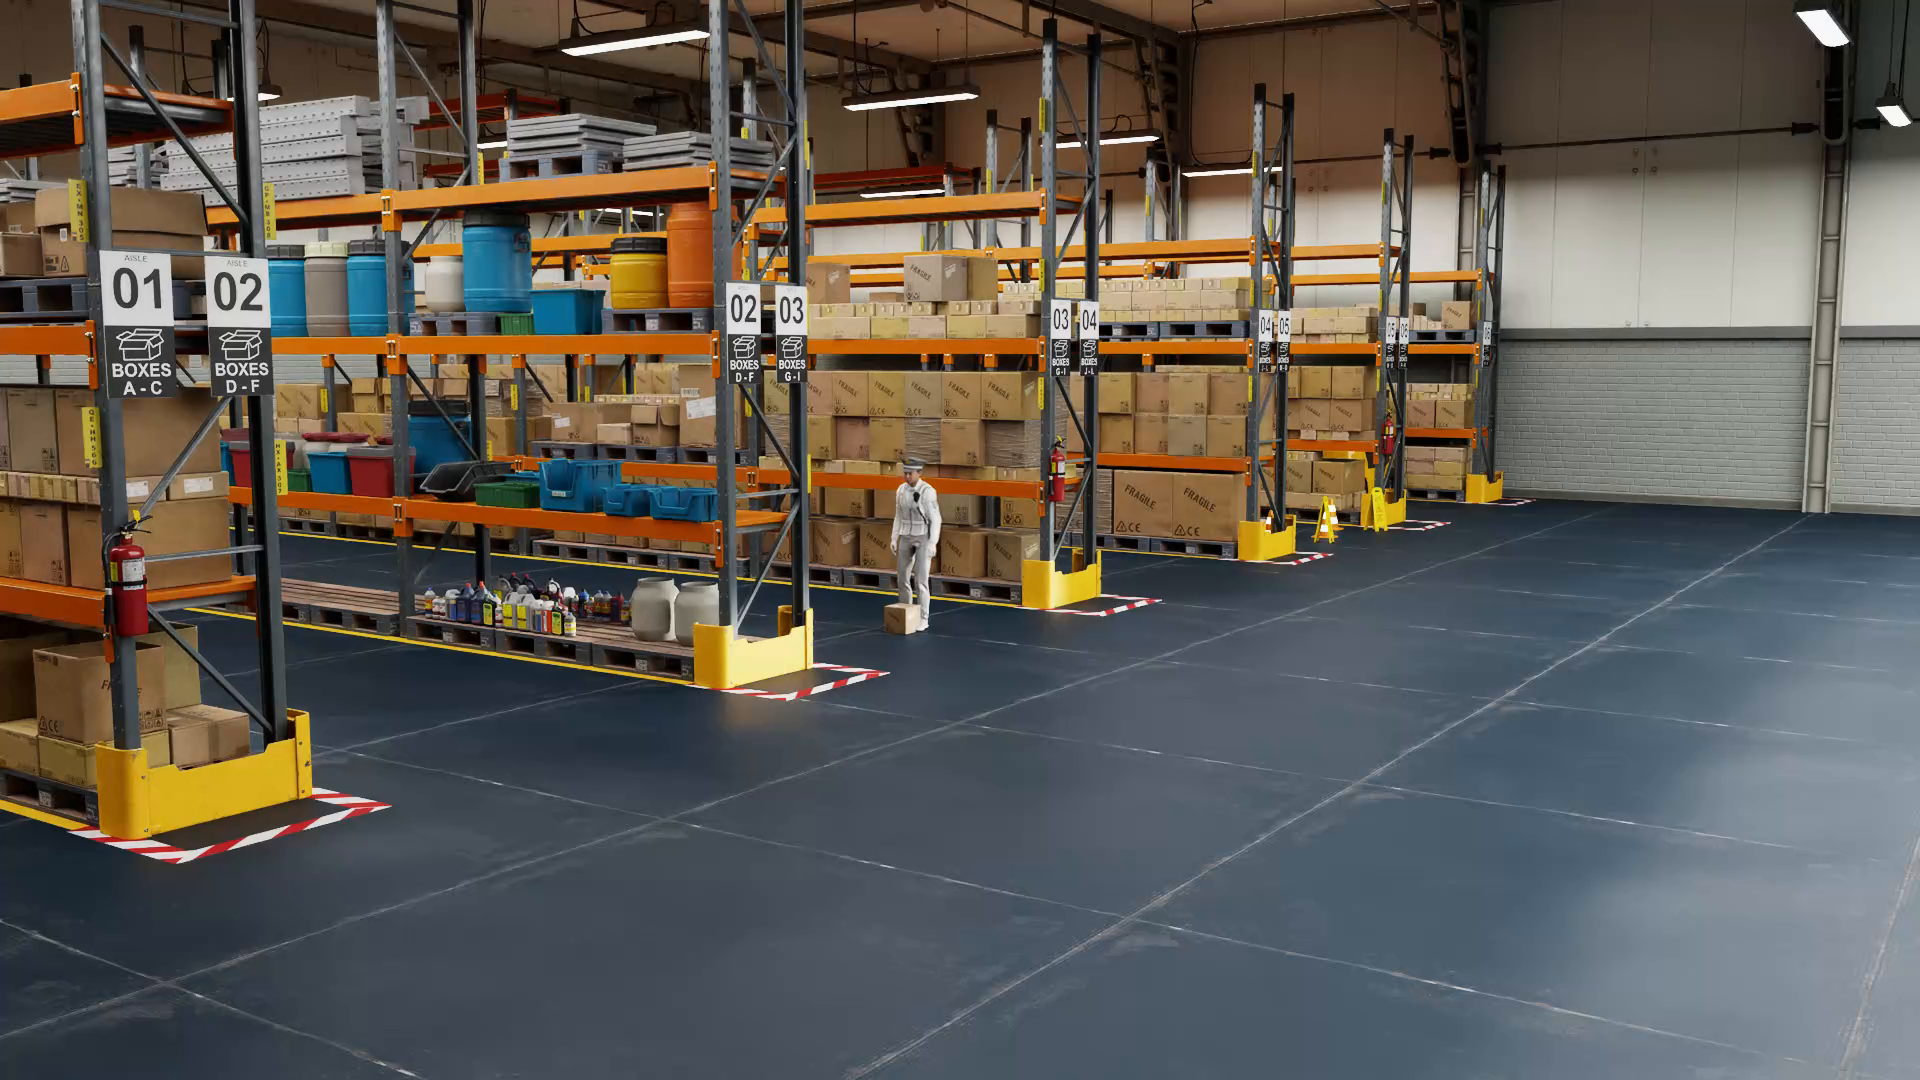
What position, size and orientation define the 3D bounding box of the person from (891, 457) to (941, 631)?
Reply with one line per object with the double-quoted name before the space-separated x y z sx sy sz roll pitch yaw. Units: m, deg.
"person" -0.439 0.029 16.031 0.529 1.664 0.402 4 8 34
